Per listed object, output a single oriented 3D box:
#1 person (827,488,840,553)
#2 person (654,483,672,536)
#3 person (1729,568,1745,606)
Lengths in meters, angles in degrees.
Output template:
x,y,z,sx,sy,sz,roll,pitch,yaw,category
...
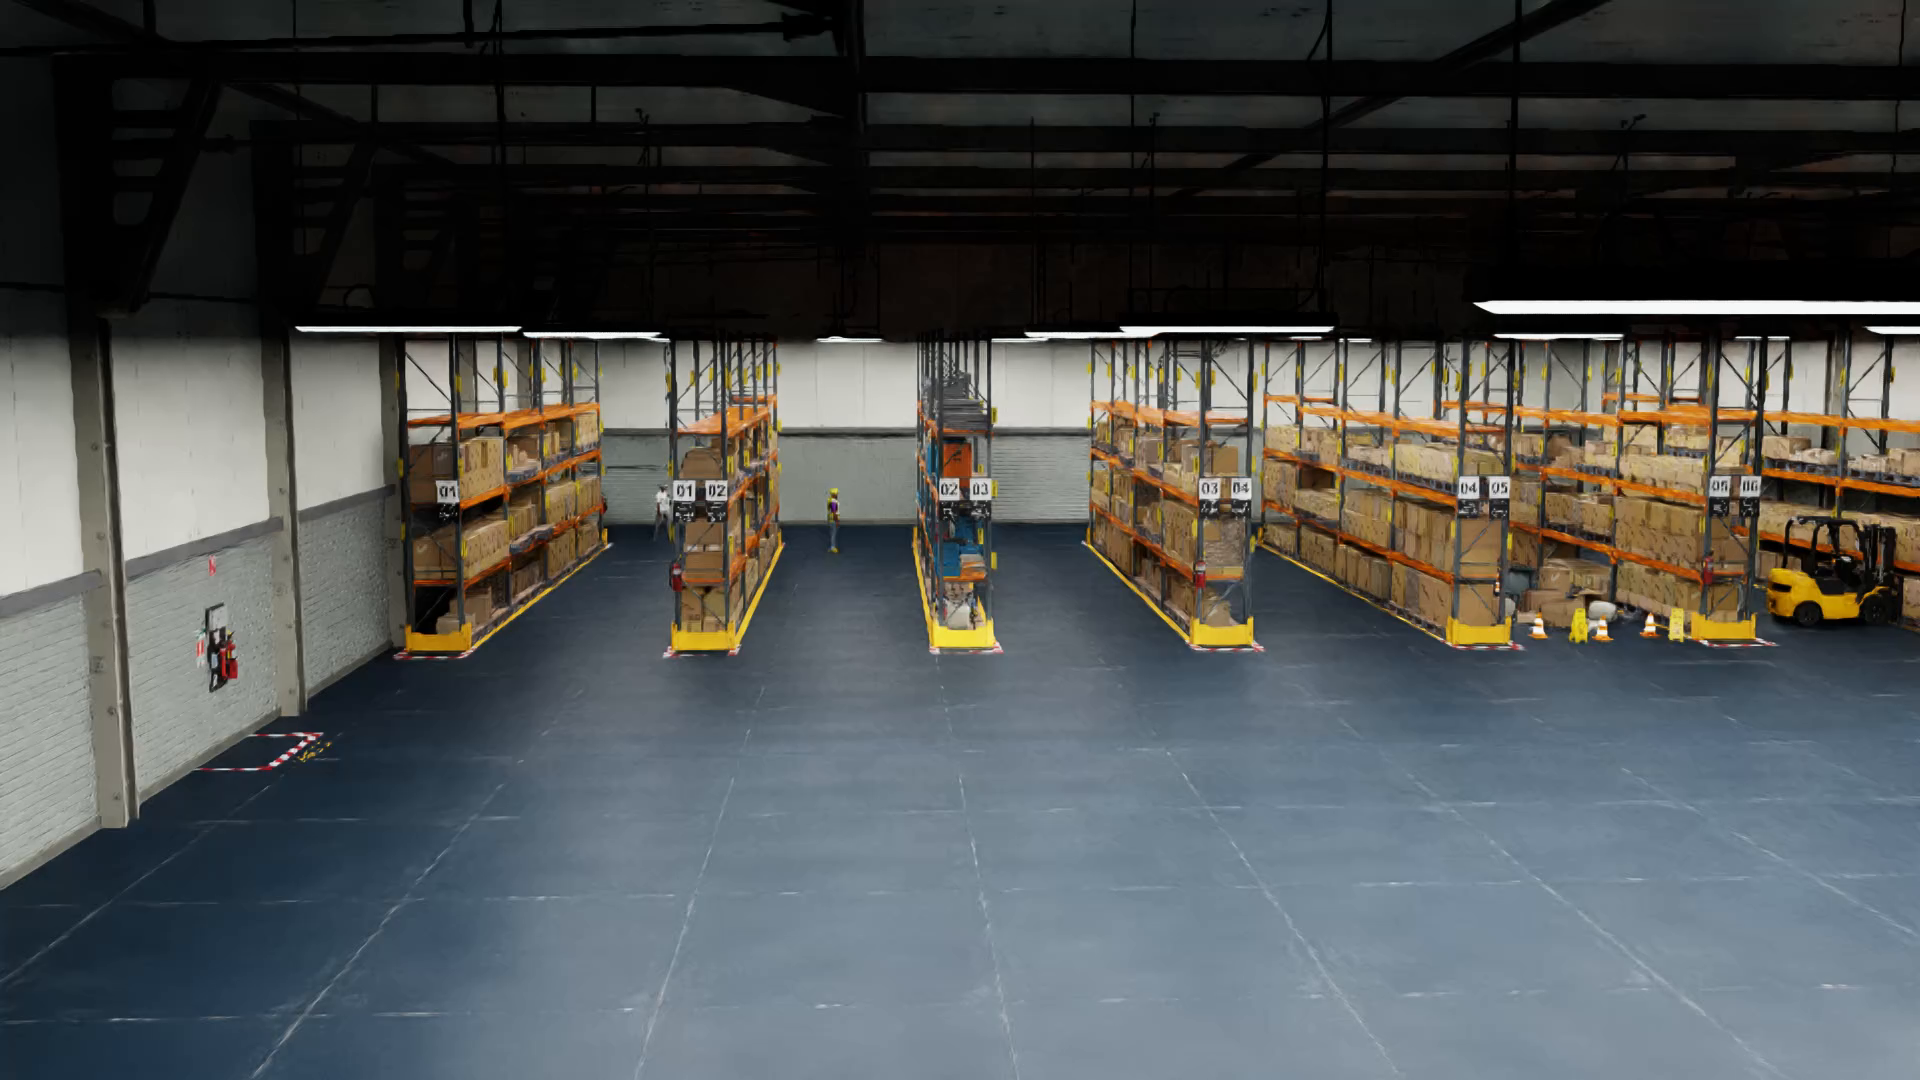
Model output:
x,y,z,sx,sy,sz,roll,pitch,yaw,category
-3.459,-0.559,45.718,0.385,1.762,0.700,-1,7,-12,person
-8.706,-0.890,48.712,0.452,1.603,0.535,5,8,36,person
16.783,0.654,35.933,0.402,1.524,0.490,4,8,29,person
